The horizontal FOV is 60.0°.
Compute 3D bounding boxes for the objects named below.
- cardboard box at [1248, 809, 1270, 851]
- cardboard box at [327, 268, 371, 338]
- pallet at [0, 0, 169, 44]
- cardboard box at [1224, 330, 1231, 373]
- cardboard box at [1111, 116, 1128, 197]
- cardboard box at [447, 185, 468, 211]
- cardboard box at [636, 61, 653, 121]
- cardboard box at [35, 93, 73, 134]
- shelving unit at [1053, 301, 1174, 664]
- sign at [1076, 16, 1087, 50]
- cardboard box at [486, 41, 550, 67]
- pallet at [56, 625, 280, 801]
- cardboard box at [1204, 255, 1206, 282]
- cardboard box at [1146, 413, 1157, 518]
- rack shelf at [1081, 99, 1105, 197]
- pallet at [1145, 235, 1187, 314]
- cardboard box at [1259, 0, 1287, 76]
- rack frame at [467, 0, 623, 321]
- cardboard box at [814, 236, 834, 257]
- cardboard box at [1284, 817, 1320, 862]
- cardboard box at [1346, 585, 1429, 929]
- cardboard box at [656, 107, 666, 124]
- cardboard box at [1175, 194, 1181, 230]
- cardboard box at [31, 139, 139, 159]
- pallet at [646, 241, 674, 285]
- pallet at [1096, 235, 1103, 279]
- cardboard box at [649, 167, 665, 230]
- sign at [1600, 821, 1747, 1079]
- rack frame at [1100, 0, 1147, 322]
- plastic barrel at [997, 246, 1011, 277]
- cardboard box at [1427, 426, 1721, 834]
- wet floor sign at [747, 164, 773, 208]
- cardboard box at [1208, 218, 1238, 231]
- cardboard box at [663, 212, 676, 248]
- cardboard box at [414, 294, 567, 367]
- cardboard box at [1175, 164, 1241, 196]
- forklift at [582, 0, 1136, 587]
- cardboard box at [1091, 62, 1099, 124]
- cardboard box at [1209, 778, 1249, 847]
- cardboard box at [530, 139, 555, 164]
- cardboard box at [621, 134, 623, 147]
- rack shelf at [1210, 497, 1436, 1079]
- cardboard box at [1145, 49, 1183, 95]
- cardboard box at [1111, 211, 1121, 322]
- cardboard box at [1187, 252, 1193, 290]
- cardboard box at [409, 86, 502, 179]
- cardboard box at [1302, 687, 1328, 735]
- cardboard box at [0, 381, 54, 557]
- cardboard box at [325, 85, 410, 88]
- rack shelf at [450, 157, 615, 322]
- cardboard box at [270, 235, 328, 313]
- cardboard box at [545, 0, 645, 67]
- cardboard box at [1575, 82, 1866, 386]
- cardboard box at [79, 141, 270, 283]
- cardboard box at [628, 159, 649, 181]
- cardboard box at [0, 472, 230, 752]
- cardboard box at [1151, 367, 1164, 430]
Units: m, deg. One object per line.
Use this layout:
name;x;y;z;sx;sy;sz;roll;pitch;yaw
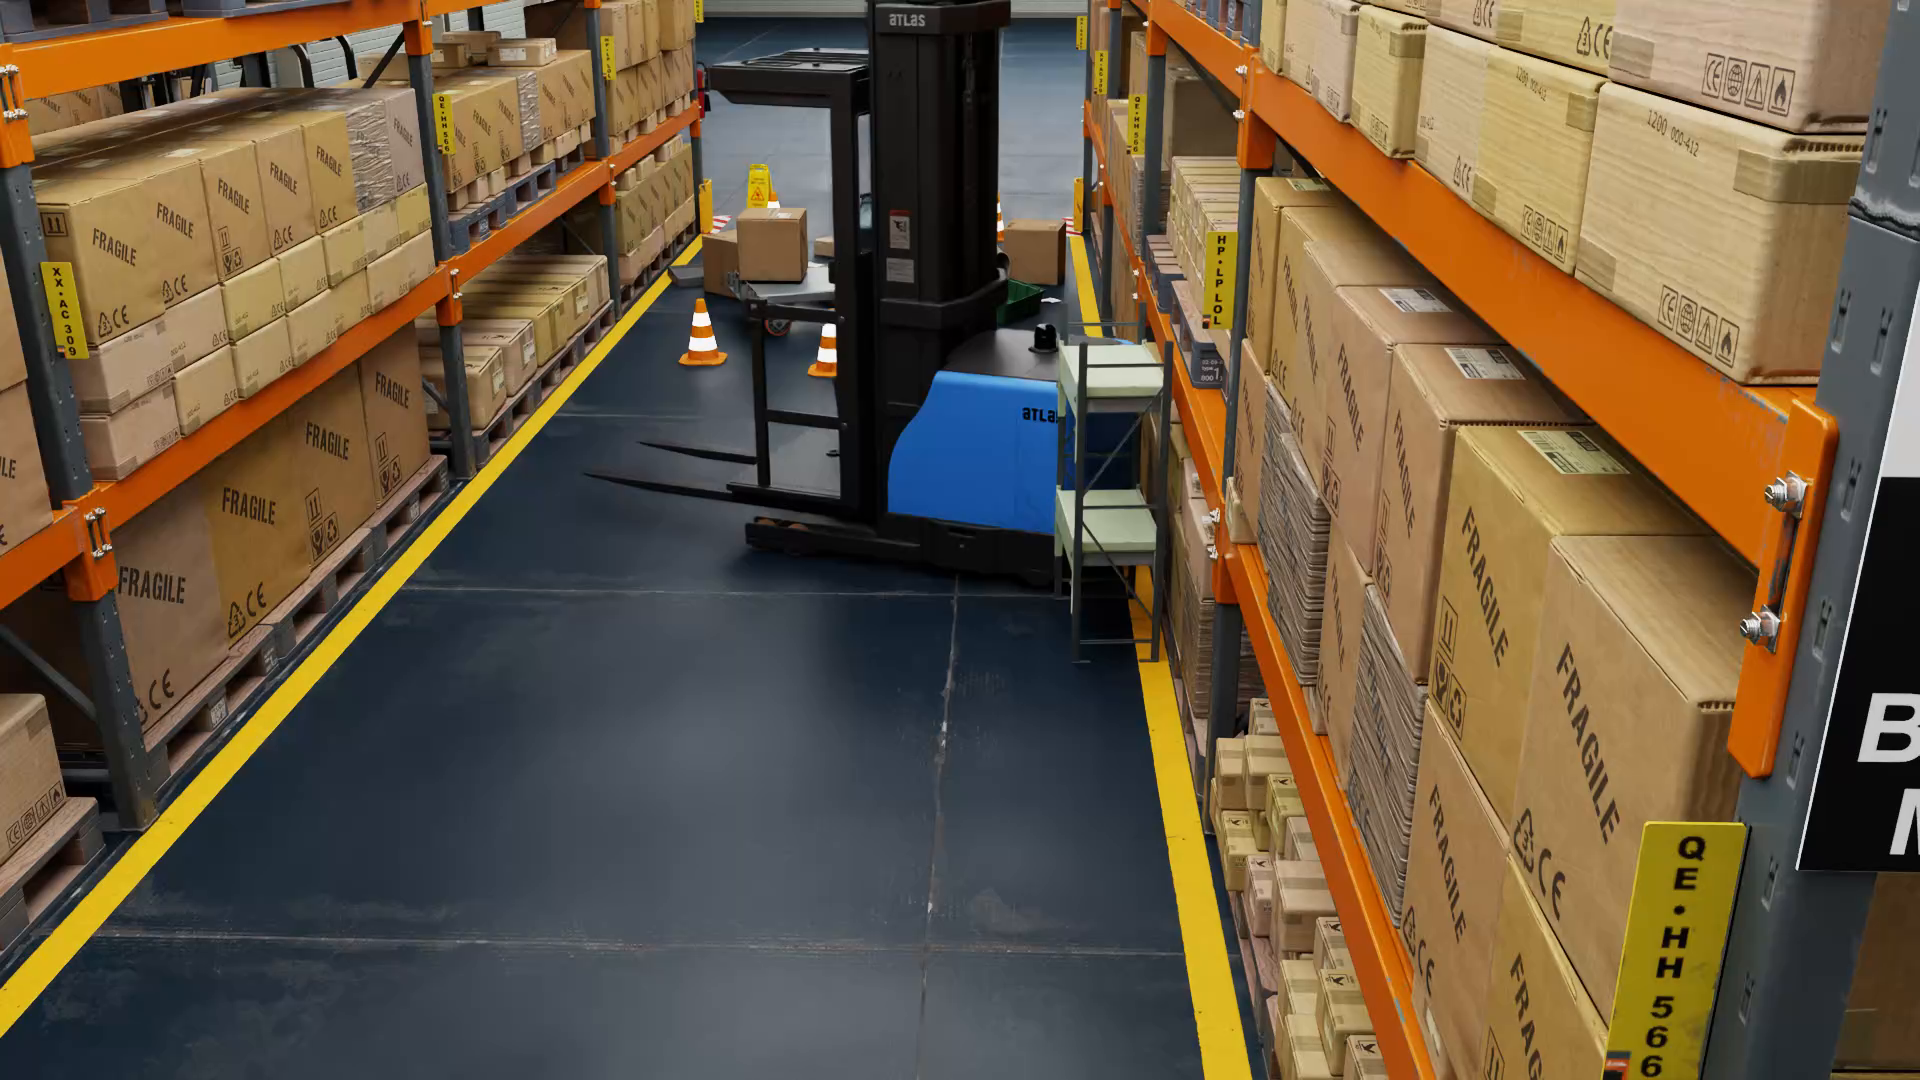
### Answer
cardboard box;1.163;0.904;5.501;0.380;0.149;0.250;1;21;2
cardboard box;-3.204;-1.152;8.059;0.500;0.250;0.500;0;21;1
pallet;-3.560;-1.970;6.076;0.805;0.209;1.217;0;21;-1
cardboard box;1.243;-0.719;6.502;0.380;0.149;0.250;1;21;1
cardboard box;1.338;-2.699;11.700;0.500;0.500;0.500;1;21;1
cardboard box;-3.179;-2.071;9.986;0.380;0.149;0.250;-1;21;-2
cardboard box;-2.983;-3.925;14.450;0.500;0.500;0.500;0;21;1
cardboard box;-7.983;-3.667;14.195;0.500;0.500;0.500;1;21;3
shelving unit;0.687;-0.273;7.660;0.431;1.500;0.755;-1;21;-3
sign;1.222;-5.098;16.715;0.100;0.325;0.005;1;21;2
cardboard box;-3.077;-3.386;11.583;0.380;0.149;0.250;0;21;-1
pallet;-3.591;0.692;6.954;1.003;0.211;1.213;1;21;2
cardboard box;1.263;-1.151;7.203;0.380;0.149;0.250;1;21;2
cardboard box;1.245;-0.352;8.666;0.500;0.500;0.500;1;21;2
rack shelf;1.716;-3.591;15.131;1.077;0.370;4.000;1;21;2
pallet;1.619;-1.409;8.777;1.213;0.211;1.003;1;21;2
cardboard box;1.134;-1.475;4.743;0.500;0.250;0.500;2;21;4
rack frame;-3.295;-3.221;13.183;1.000;3.000;0.127;1;21;2
cardboard box;-1.195;-2.842;16.149;0.380;0.149;0.250;13;25;29
cardboard box;1.183;0.953;4.964;0.380;0.149;0.250;0;21;0
cardboard box;1.073;0.416;3.262;0.500;0.500;0.500;1;21;2
cardboard box;-2.940;-3.949;15.408;0.380;0.149;0.250;0;21;1
cardboard box;1.312;-1.703;8.628;0.380;0.149;0.250;2;21;4
cardboard box;-3.733;-1.376;6.907;0.500;0.500;0.500;1;21;3
pallet;-3.276;-2.606;15.455;1.003;0.211;1.213;1;21;2
pallet;1.791;-2.619;15.488;1.003;0.211;1.213;1;21;2
cardboard box;-2.986;-3.076;14.994;0.500;0.500;0.500;2;21;4
sign;0.736;0.435;1.723;0.100;0.325;0.005;1;21;2
rack frame;1.655;-3.203;13.137;1.000;3.000;0.127;1;21;2
plastic barrel;0.157;-2.429;14.704;0.512;0.421;0.421;18;27;38
cardboard box;1.071;0.133;2.608;0.500;0.500;0.500;0;21;0
wet floor sign;-2.098;-3.627;17.483;0.267;0.644;0.232;8;23;20
cardboard box;1.270;-1.285;7.138;0.380;0.149;0.250;0;21;-1
cardboard box;-2.963;-2.909;15.601;0.500;0.250;0.500;0;21;0
cardboard box;-3.347;-1.491;11.776;0.950;0.372;0.625;1;21;3
cardboard box;1.321;-1.851;8.596;0.380;0.149;0.250;0;21;0
forklift;-0.607;-1.452;8.719;3.031;2.935;1.130;8;23;20
cardboard box;1.674;-4.184;15.459;0.875;0.550;0.550;1;21;2
cardboard box;1.080;0.951;5.792;0.380;0.149;0.250;0;21;-1
cardboard box;-3.081;-2.742;11.715;0.380;0.149;0.250;1;21;2
cardboard box;-3.009;-3.306;13.750;0.380;0.149;0.250;1;21;3
rack shelf;1.351;0.748;3.949;1.077;0.370;4.000;1;21;2
cardboard box;1.600;-2.985;11.055;0.700;0.500;0.500;0;21;1
cardboard box;1.726;-2.125;12.887;1.050;0.750;0.750;1;21;1
cardboard box;1.290;-1.287;7.967;0.380;0.149;0.250;1;21;3
cardboard box;-3.163;-2.504;10.207;0.500;0.500;0.500;2;21;4
cardboard box;1.085;0.382;4.245;0.380;0.149;0.250;2;21;4
cardboard box;-3.297;-0.205;5.271;0.500;0.500;0.500;1;21;2
cardboard box;-3.676;-2.510;10.222;0.500;0.500;0.500;0;21;1
rack shelf;-3.356;-2.162;11.450;1.077;0.370;4.000;1;21;2
cardboard box;-3.200;-1.201;7.495;0.500;0.250;0.500;0;21;0
cardboard box;-3.028;-4.214;13.810;0.700;0.500;0.500;1;21;2
cardboard box;1.040;-0.360;1.871;0.500;0.250;0.500;0;21;0
cardboard box;-3.232;-1.363;6.874;0.500;0.500;0.500;0;21;0
cardboard box;-2.930;-3.228;14.488;0.380;0.149;0.250;1;21;4
cardboard box;-3.600;0.241;6.617;0.875;0.875;0.875;1;21;3
cardboard box;1.255;-0.707;8.542;0.500;0.250;0.500;0;21;1
